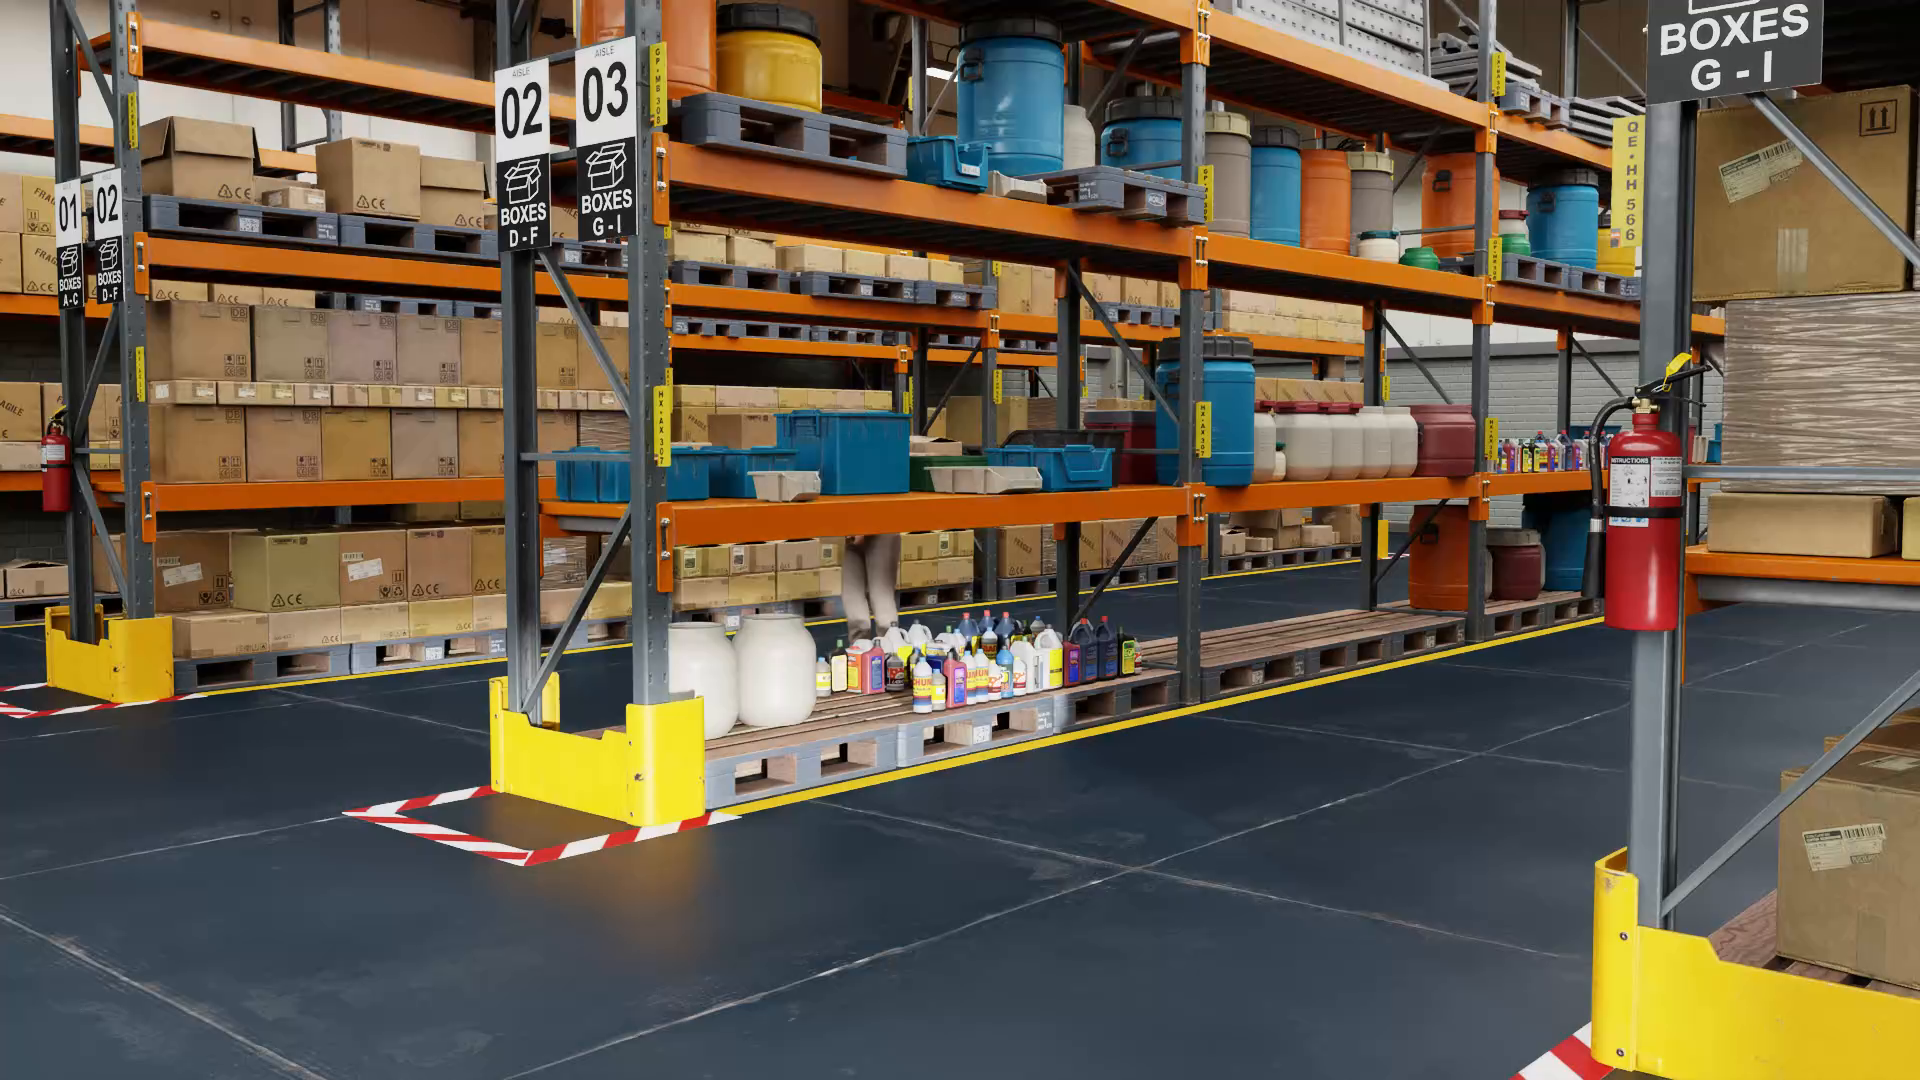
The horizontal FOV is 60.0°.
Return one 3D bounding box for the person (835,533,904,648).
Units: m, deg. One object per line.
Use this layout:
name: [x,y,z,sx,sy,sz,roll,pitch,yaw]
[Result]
person: [-0.607,0.024,11.431,0.568,1.729,0.391,3,5,39]
